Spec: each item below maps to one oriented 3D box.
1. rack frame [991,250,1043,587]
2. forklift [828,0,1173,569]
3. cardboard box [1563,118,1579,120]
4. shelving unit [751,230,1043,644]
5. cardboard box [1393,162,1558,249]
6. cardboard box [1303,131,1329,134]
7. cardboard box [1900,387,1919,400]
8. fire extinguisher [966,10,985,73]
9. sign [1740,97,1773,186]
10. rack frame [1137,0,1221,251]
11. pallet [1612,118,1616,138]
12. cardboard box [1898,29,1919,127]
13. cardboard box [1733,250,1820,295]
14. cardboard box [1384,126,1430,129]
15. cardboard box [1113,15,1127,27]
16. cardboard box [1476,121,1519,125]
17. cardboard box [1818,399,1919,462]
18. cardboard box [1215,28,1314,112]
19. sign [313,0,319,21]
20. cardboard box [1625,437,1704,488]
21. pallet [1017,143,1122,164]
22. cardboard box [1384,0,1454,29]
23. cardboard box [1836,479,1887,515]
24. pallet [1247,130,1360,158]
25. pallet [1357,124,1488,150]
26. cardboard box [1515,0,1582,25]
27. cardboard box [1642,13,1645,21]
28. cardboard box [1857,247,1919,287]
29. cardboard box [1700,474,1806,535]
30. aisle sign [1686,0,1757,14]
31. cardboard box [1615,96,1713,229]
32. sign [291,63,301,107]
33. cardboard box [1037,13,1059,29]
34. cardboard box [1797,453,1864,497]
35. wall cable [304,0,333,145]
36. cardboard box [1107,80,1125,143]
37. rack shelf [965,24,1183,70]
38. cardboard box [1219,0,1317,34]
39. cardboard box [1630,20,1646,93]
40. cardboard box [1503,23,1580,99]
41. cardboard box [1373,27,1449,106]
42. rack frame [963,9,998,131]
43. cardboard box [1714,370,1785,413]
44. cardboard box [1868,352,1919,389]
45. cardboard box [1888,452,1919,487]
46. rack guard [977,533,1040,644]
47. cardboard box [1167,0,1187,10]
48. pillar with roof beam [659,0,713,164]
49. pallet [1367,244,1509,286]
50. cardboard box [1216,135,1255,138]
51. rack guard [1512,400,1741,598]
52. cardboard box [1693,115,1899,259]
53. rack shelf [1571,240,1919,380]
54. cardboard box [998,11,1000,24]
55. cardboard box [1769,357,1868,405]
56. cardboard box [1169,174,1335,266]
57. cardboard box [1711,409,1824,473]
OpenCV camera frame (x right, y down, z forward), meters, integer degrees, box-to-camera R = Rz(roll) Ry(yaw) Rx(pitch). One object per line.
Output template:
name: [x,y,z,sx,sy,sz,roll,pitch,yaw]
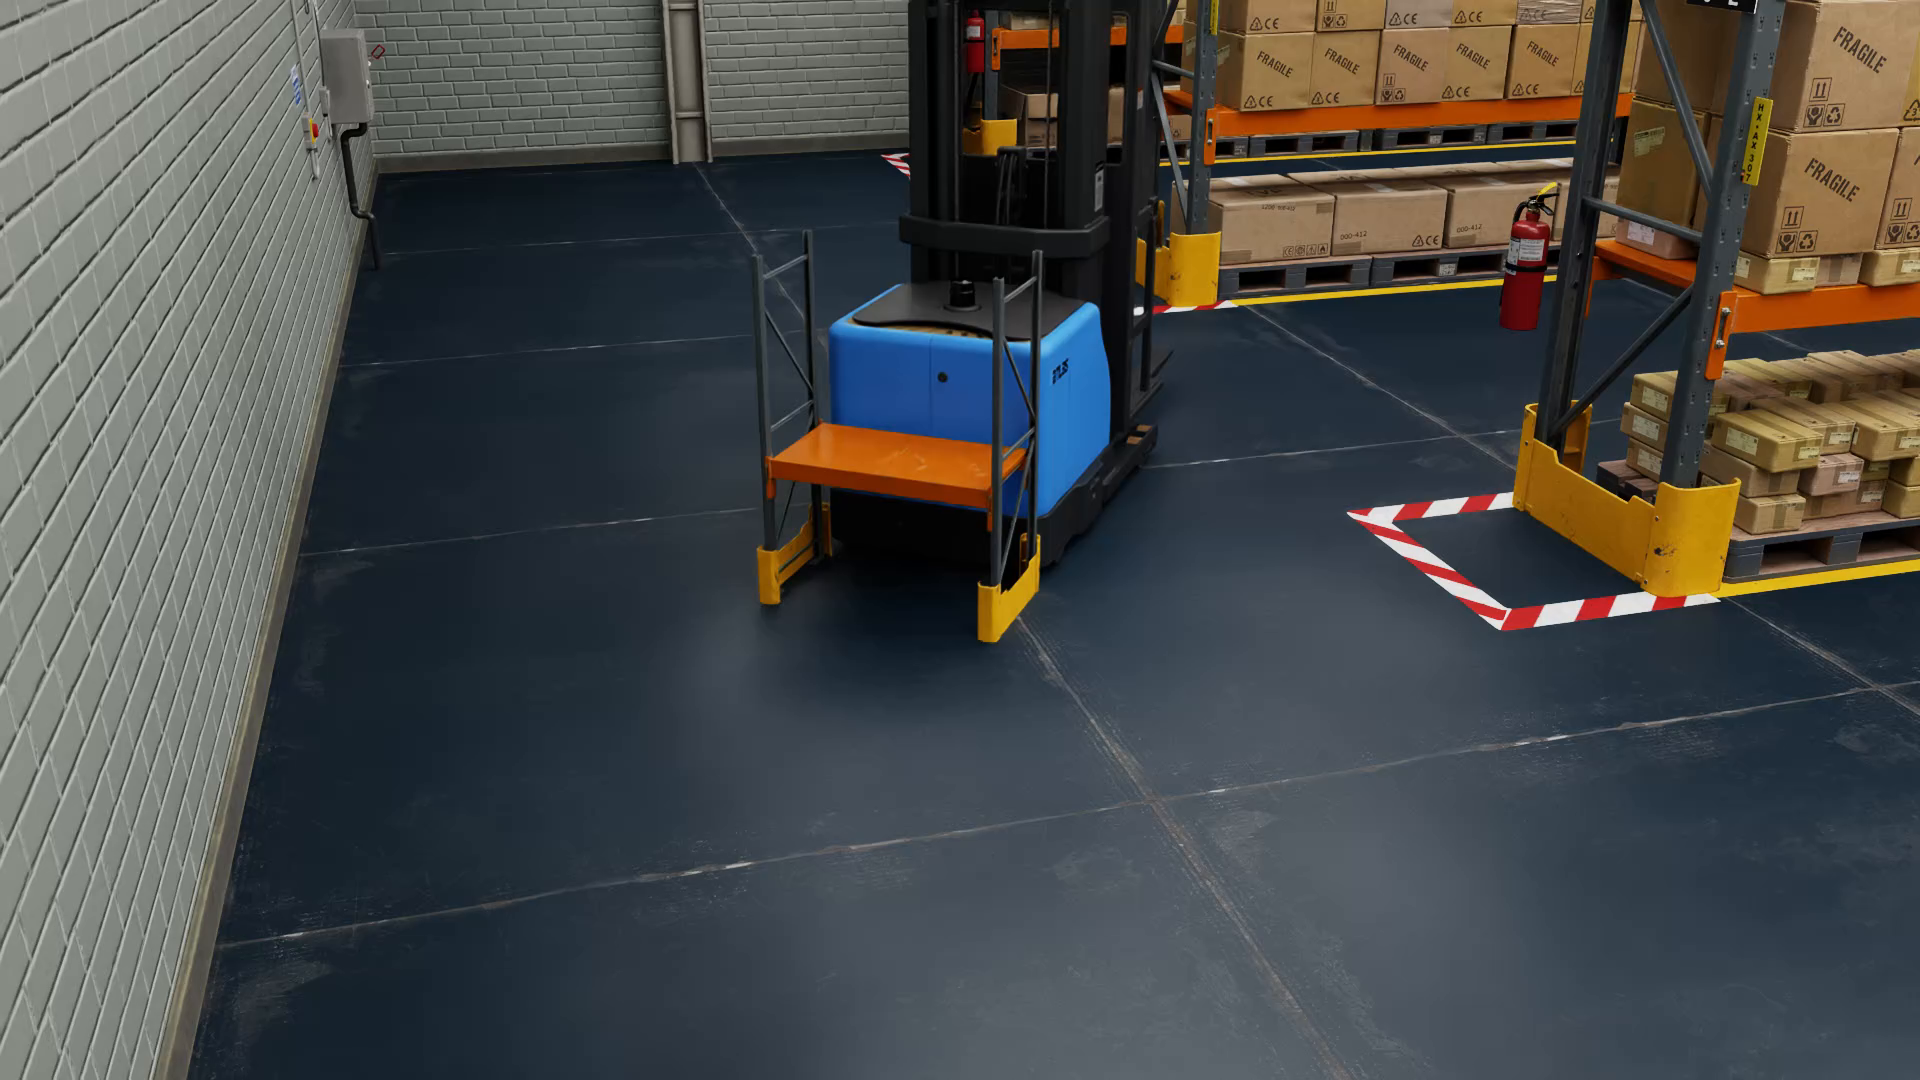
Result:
rack frame: [0.227,-0.376,6.724,0.032,1.500,0.500,9,25,19]
forklift: [0.407,-1.770,8.158,1.130,2.935,3.031,8,25,19]
cardboard box: [6.527,-4.771,17.701,0.500,0.500,0.500,-5,24,-12]
shelving unit: [-0.256,-0.449,6.895,1.083,1.500,0.587,9,25,19]
cardboard box: [3.862,-2.543,12.589,0.875,0.438,0.875,-7,24,-16]
cardboard box: [3.556,-4.245,16.922,0.250,0.149,0.380,-7,24,-16]
cardboard box: [4.533,-0.574,7.613,0.250,0.149,0.380,-5,24,-12]
fire extinguisher: [0.145,-4.709,15.491,0.183,0.674,0.296,-6,24,-14]
sign: [3.087,-1.546,6.451,0.005,0.325,0.100,-6,24,-14]
rack frame: [1.506,-3.223,11.457,0.127,3.000,1.000,-6,24,-14]
pallet: [7.135,-4.612,18.232,1.213,0.211,1.003,-6,24,-14]
cardboard box: [3.928,-2.000,6.834,0.500,0.500,0.500,-6,24,-13]
cardboard box: [3.341,-1.149,6.942,0.250,0.149,0.380,-7,24,-15]
cardboard box: [4.539,-4.543,17.172,0.500,0.500,0.500,-5,24,-12]
cardboard box: [1.542,-5.042,16.016,0.250,0.149,0.380,-6,24,-14]
cardboard box: [5.531,-4.655,17.433,0.500,0.500,0.500,-7,24,-16]
cardboard box: [4.047,-0.491,7.418,0.250,0.149,0.380,-6,24,-15]
cardboard box: [2.046,-3.211,11.302,0.500,0.500,0.500,-7,24,-15]
sign: [-4.528,-3.763,11.668,0.001,0.242,0.339,-6,24,-14]
cardboard box: [3.391,-0.372,7.897,0.250,0.149,0.380,-6,24,-13]
pallet: [1.002,-3.919,16.615,1.213,0.211,1.003,-6,24,-14]
cardboard box: [3.034,-3.787,11.376,0.500,0.500,0.500,-6,24,-15]
cardboard box: [3.998,-0.259,7.633,0.250,0.149,0.380,-6,24,-14]
pallet: [3.351,-4.179,17.221,1.213,0.211,1.003,-6,24,-14]
pallet: [4.786,-4.352,17.626,1.213,0.211,1.003,-6,24,-14]
cardboard box: [3.999,-3.890,11.618,0.500,0.500,0.500,-6,24,-14]
cardboard box: [4.977,-3.999,11.871,0.500,0.500,0.500,-7,24,-15]
cardboard box: [3.848,-1.200,7.061,0.250,0.149,0.380,-7,24,-16]
cardboard box: [3.531,-0.171,7.428,0.250,0.149,0.380,-6,24,-13]
aisle sign: [2.951,-2.427,6.306,0.004,0.787,0.394,-6,24,-14]
cardboard box: [3.303,-1.682,7.363,0.500,0.500,0.500,-6,24,-13]
sign: [-3.963,-2.713,9.925,0.001,0.218,0.327,-6,24,-14]
cardboard box: [0.784,-4.967,15.840,0.250,0.149,0.380,-6,24,-13]
cardboard box: [3.793,-0.340,7.444,0.250,0.149,0.380,-6,24,-15]
wall cable: [-4.311,-3.617,11.088,0.122,1.984,0.588,-6,24,-14]
cardboard box: [1.610,-4.257,16.504,0.500,0.500,0.700,-5,24,-12]
rack shelf: [2.087,-4.989,16.486,4.000,0.370,1.077,-6,24,-14]
cardboard box: [2.045,-3.671,11.107,0.500,0.500,0.500,-7,24,-16]
cardboard box: [4.980,-3.548,12.089,0.500,0.500,0.500,-6,24,-14]
cardboard box: [4.006,-3.432,11.818,0.500,0.500,0.500,-7,24,-15]
cardboard box: [3.020,-3.323,11.563,0.500,0.500,0.500,-6,24,-15]
rack frame: [0.161,-5.107,15.848,0.127,3.000,1.000,-6,24,-14]
cardboard box: [3.639,-0.668,7.831,0.250,0.149,0.380,-6,24,-13]
cardboard box: [4.648,-0.783,8.100,0.250,0.149,0.380,-7,24,-16]
cardboard box: [4.281,-0.386,7.550,0.250,0.149,0.380,-6,24,-13]
rack guard: [0.209,0.196,6.977,0.087,0.250,0.587,9,25,19]
cardboard box: [2.130,-5.292,16.093,0.500,0.250,0.500,-7,24,-16]
pillar with roof beam: [-1.515,-6.284,10.984,0.400,9.000,9.100,-6,24,-14]
pallet: [3.427,-2.185,12.574,1.213,0.211,1.003,-6,24,-14]
cardboard box: [2.609,-4.367,16.761,0.500,0.500,0.700,-7,24,-16]
rack guard: [3.013,-0.214,7.614,0.348,0.500,1.175,-6,24,-14]
cardboard box: [3.447,-1.480,6.891,0.500,0.500,0.500,-5,24,-12]
rack shelf: [4.866,-1.237,7.740,4.000,0.370,1.077,-6,24,-14]
cardboard box: [0.408,-5.129,16.217,0.250,0.149,0.380,-7,24,-15]
cardboard box: [4.120,-0.747,8.016,0.250,0.149,0.380,-7,24,-16]
cardboard box: [2.114,-2.347,12.132,0.875,0.438,0.875,-7,24,-16]
cardboard box: [3.537,-0.437,7.294,0.250,0.149,0.380,-7,24,-17]
